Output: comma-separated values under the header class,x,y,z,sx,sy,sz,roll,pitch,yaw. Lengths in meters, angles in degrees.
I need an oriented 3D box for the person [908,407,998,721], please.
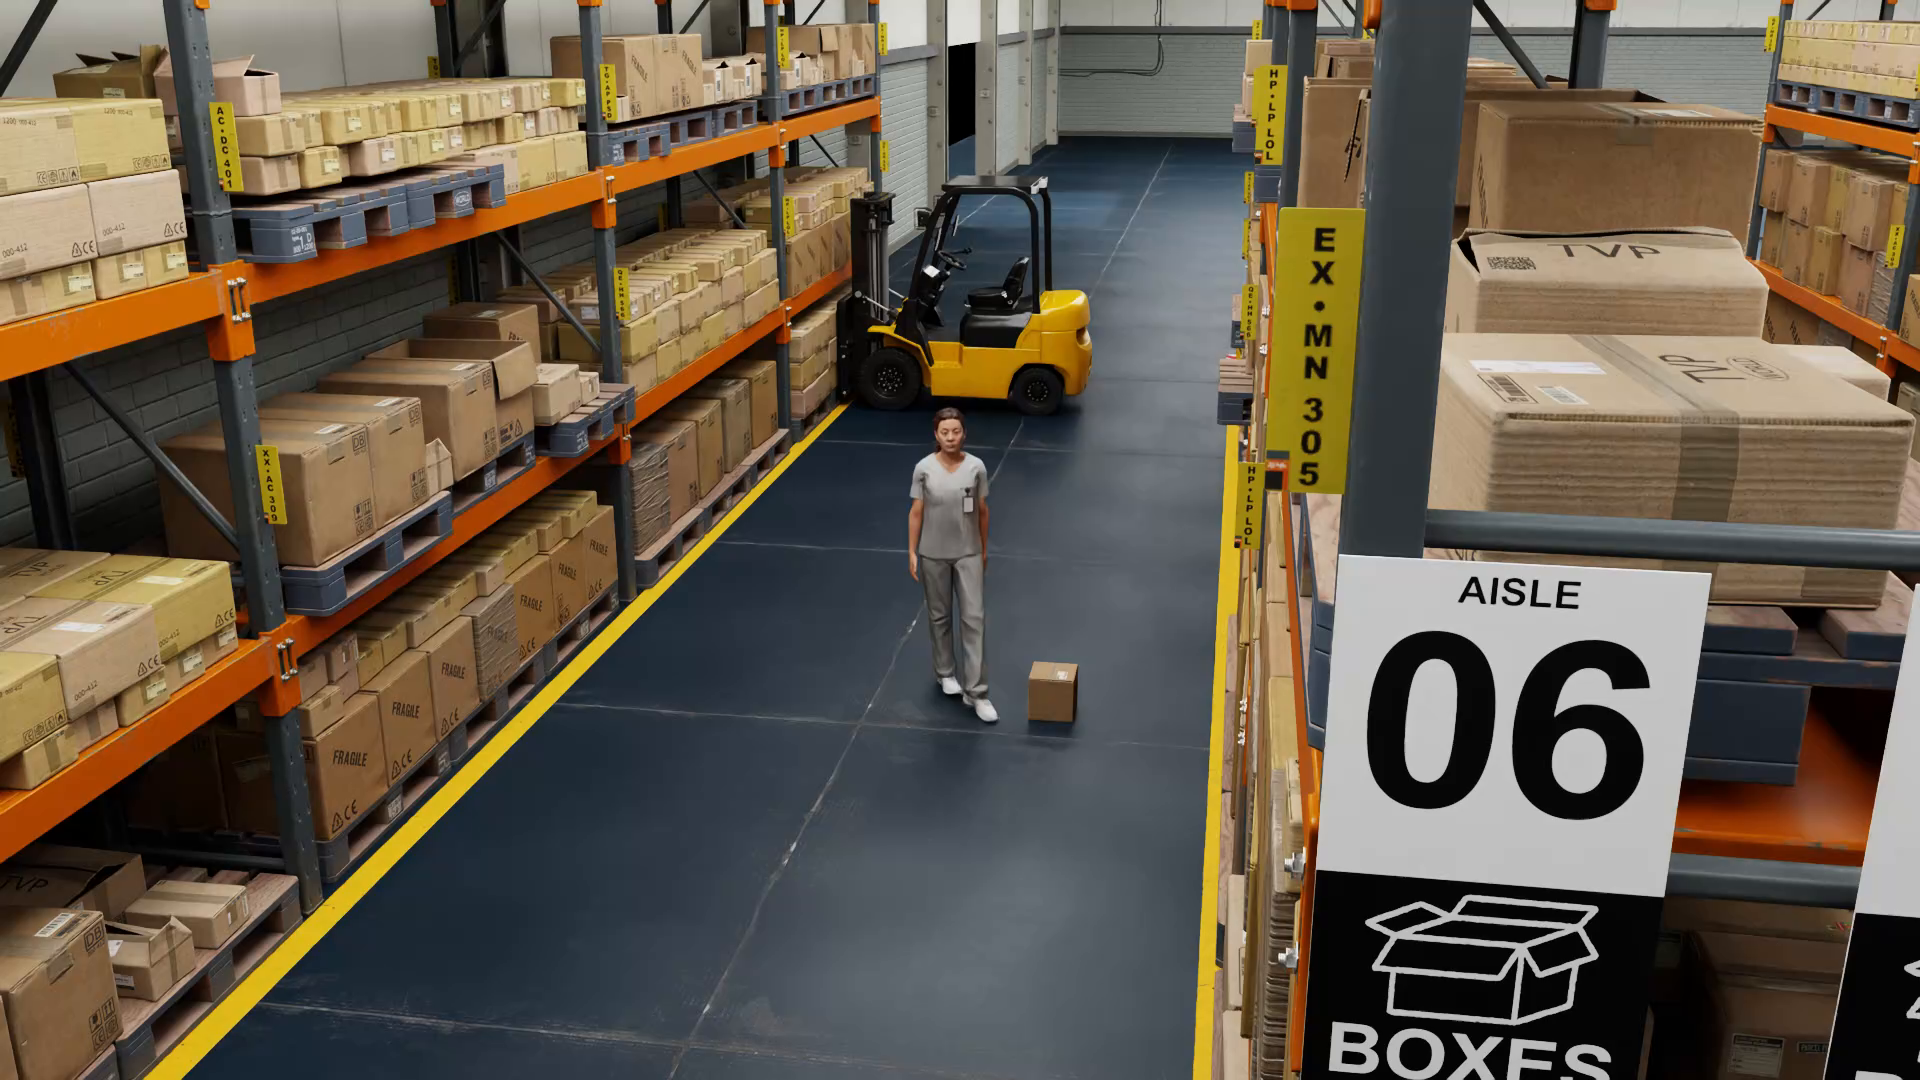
class,x,y,z,sx,sy,sz,roll,pitch,yaw
person,-0.042,0.119,9.176,0.484,1.659,0.658,-1,18,-2
